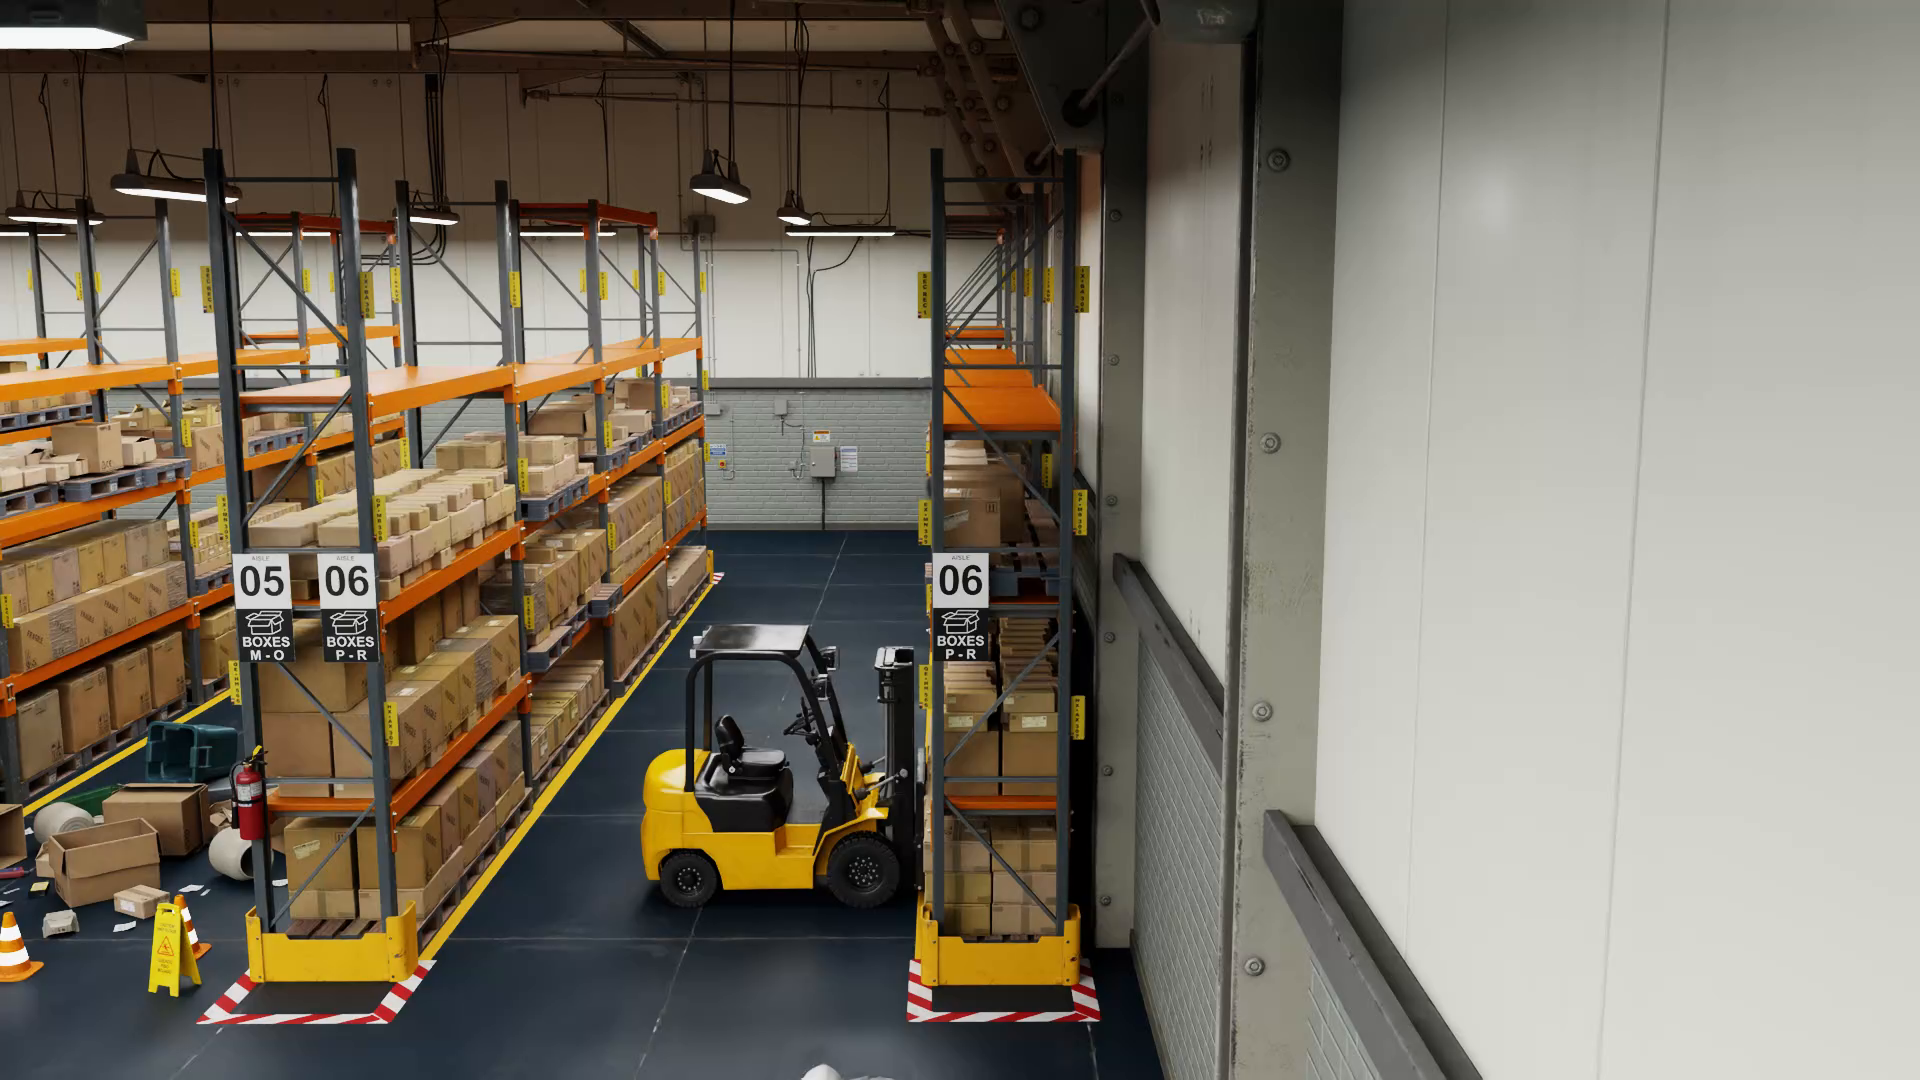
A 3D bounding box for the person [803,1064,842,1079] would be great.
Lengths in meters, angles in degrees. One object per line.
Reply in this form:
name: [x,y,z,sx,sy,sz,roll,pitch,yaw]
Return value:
person: [-0.604,3.124,7.779,0.694,1.726,0.973,-1,9,-4]
